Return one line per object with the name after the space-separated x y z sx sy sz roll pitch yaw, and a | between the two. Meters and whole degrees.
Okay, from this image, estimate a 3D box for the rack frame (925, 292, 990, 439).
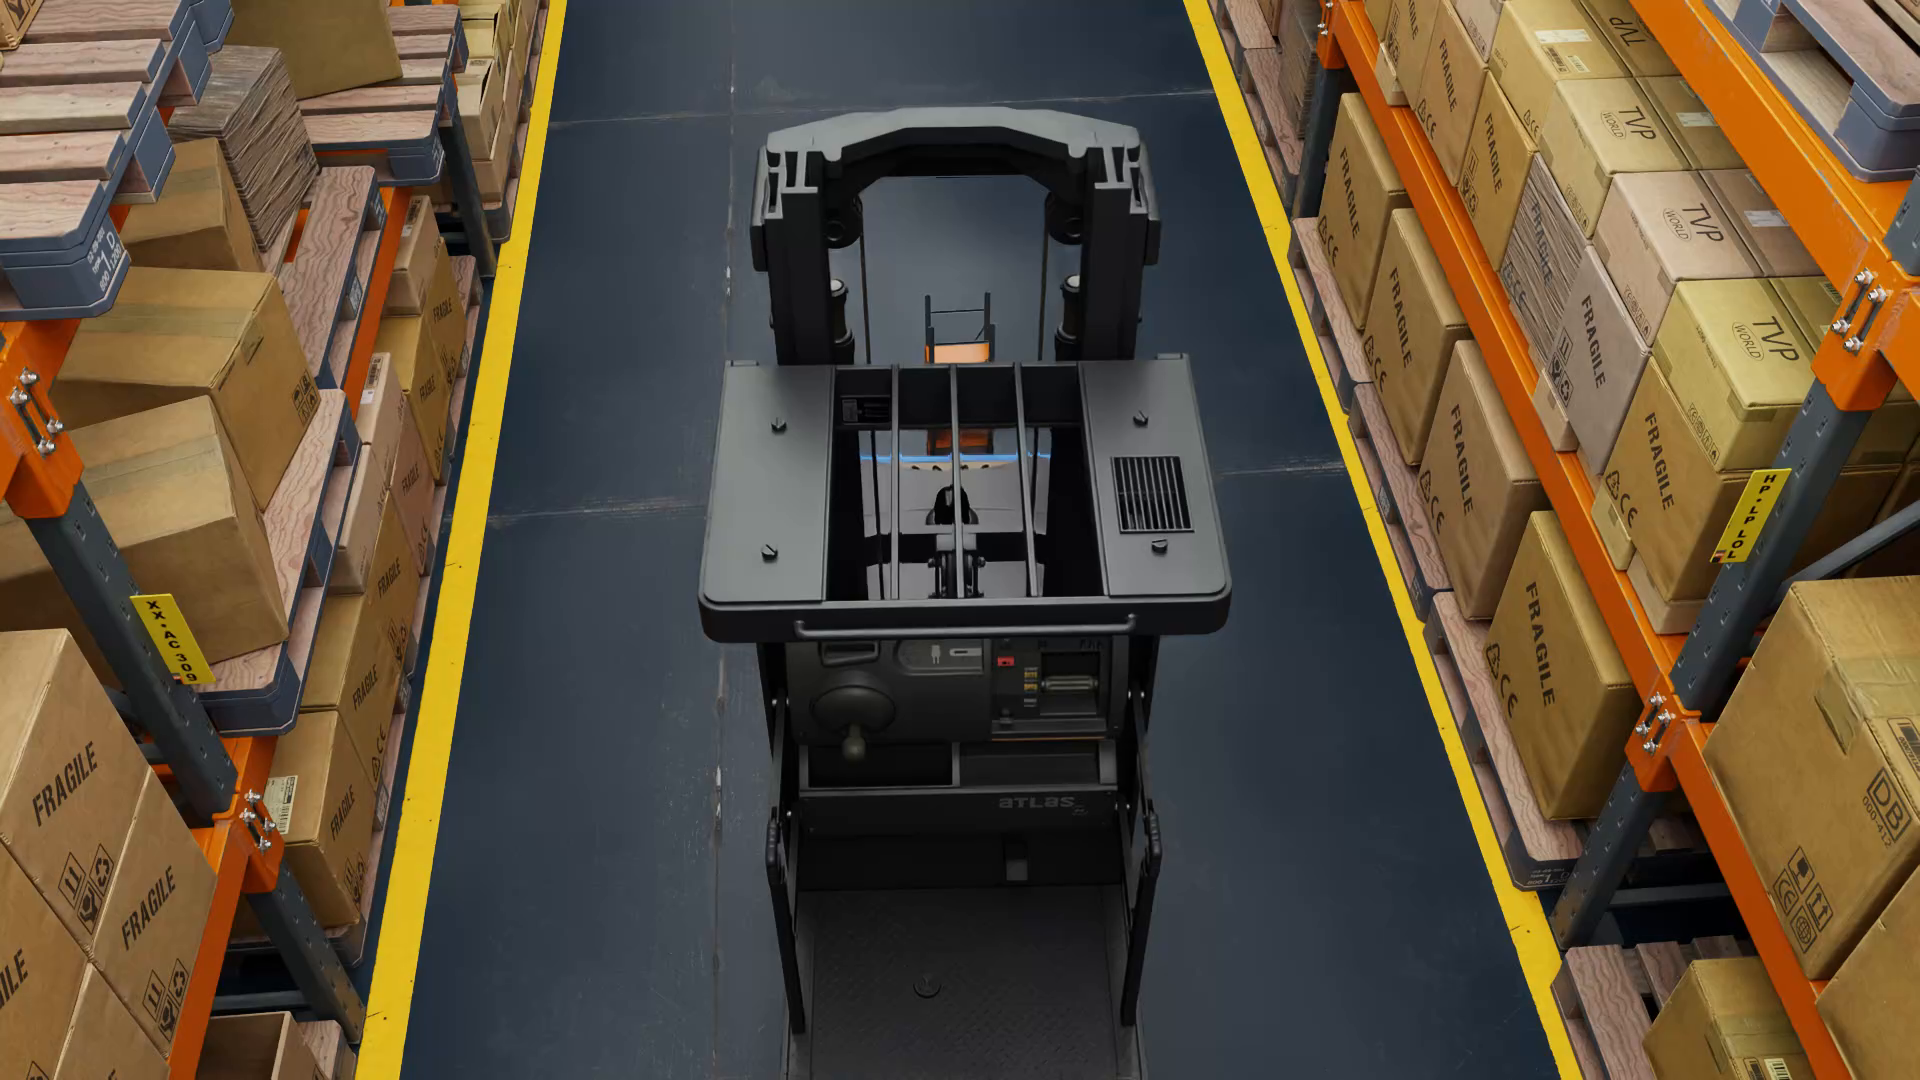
-0.009 -0.489 6.523 0.240 1.200 0.006 -3 47 -3 | rack frame

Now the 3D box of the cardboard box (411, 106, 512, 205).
-2.517 -1.911 8.235 0.500 0.250 0.500 -4 47 -3 | cardboard box

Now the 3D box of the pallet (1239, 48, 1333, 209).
2.106 -2.226 8.849 1.003 0.211 1.213 -3 47 -3 | pallet

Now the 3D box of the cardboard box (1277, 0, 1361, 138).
2.058 -2.429 8.540 0.700 0.500 0.500 -3 47 -3 | cardboard box

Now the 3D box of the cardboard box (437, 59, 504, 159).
-2.517 -2.104 8.032 0.500 0.311 0.500 -2 47 -2 | cardboard box

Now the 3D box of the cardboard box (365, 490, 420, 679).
-2.319 0.174 6.074 0.500 0.500 0.500 -3 47 -3 | cardboard box

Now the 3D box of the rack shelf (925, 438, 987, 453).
-0.001 -0.310 6.580 0.258 0.103 0.180 -3 47 -3 | rack shelf

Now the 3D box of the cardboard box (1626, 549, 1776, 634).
2.194 0.127 4.860 0.380 0.149 0.250 -3 47 -3 | cardboard box

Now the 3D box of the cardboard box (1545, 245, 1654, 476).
2.162 -0.556 5.060 0.500 0.500 0.500 -3 47 -3 | cardboard box

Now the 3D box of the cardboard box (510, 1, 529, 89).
-2.610 -2.651 8.936 0.500 0.250 0.500 -5 47 -4 | cardboard box

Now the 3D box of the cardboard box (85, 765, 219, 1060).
-2.134 0.890 3.909 0.500 0.500 0.500 -3 47 -3 | cardboard box

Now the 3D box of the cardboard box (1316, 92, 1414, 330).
2.101 -1.485 7.418 0.750 0.750 0.750 -4 47 -4 | cardboard box

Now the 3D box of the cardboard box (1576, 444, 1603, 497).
2.173 -0.245 5.212 0.380 0.149 0.250 -2 47 -2 | cardboard box

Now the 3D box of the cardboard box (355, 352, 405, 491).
-2.355 -0.423 6.123 0.500 0.250 0.500 -4 47 -4 | cardboard box

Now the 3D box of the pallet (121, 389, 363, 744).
-2.389 0.059 4.896 1.003 0.211 1.213 -3 47 -3 | pallet

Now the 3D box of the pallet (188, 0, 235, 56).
-2.506 -1.615 4.413 1.213 0.211 1.003 -3 47 -3 | pallet

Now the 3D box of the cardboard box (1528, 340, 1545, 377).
2.138 -0.613 5.561 0.380 0.149 0.250 -3 47 -3 | cardboard box

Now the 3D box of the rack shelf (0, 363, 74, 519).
-2.264 1.241 2.075 1.077 0.370 4.000 -3 47 -3 | rack shelf

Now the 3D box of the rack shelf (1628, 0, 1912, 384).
2.337 -1.957 5.103 1.077 0.370 4.000 -3 47 -3 | rack shelf

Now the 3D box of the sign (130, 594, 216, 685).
-1.891 0.242 3.995 0.100 0.325 0.005 -3 47 -3 | sign

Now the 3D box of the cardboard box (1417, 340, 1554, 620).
2.243 -0.236 6.235 0.750 0.750 0.750 -2 47 -2 | cardboard box

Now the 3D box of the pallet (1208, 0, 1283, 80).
2.007 -3.107 9.684 1.003 0.211 1.213 -3 47 -3 | pallet

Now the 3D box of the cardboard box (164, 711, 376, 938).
-2.229 0.922 5.366 0.500 0.500 0.500 -5 47 -5 | cardboard box

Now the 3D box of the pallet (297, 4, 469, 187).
-2.640 -1.764 6.623 1.213 0.211 1.003 -3 47 -3 | pallet

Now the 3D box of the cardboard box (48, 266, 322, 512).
-2.369 -0.451 4.889 0.700 0.500 0.500 3 47 3 | cardboard box

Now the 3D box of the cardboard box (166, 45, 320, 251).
-2.715 -1.372 5.762 0.700 0.500 0.500 4 47 4 | cardboard box

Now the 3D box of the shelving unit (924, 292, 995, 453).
-0.001 -0.423 6.461 0.258 1.200 0.189 -3 47 -3 | shelving unit

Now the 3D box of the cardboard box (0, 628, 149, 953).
-2.131 0.550 3.542 0.500 0.500 0.500 -3 47 -3 | cardboard box

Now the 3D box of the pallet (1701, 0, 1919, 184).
2.379 -1.352 4.166 0.805 0.209 1.217 -5 47 -5 | pallet

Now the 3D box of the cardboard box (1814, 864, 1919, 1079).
2.589 1.093 3.579 0.980 0.700 0.700 -5 47 -4 | cardboard box

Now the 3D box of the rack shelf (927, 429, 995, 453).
-0.001 -0.392 6.493 0.258 0.103 0.180 -3 47 -3 | rack shelf

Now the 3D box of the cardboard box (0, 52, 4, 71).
-2.400 -1.035 3.308 0.600 0.600 0.600 -8 47 -7 | cardboard box

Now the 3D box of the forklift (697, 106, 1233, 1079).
0.002 0.501 4.394 1.130 2.935 3.031 -1 47 -1 | forklift

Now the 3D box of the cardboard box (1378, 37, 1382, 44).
1.979 -2.105 6.973 0.380 0.149 0.250 -3 47 -3 | cardboard box

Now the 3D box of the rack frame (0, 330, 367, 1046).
-2.431 0.578 4.273 1.000 3.000 0.127 -3 47 -3 | rack frame

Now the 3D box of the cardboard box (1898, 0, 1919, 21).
2.540 -1.586 3.885 0.700 0.500 0.500 -6 47 -5 | cardboard box

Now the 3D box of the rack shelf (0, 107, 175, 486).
-2.599 -1.653 4.815 1.077 0.370 4.000 -3 47 -3 | rack shelf

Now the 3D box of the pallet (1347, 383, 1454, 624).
2.260 -0.205 6.935 1.003 0.211 1.213 -3 47 -3 | pallet

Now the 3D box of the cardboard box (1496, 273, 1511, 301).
2.121 -0.988 5.916 0.380 0.149 0.250 -2 47 -2 | cardboard box

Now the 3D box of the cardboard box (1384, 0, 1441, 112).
1.990 -2.017 6.443 0.500 0.500 0.500 -2 47 -2 | cardboard box

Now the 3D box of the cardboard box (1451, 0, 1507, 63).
2.042 -1.927 5.841 0.500 0.250 0.500 -3 47 -3 | cardboard box

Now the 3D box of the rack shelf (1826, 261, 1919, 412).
2.672 0.937 2.362 1.077 0.370 4.000 -3 47 -3 | rack shelf

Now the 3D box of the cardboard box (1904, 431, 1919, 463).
2.726 -0.476 4.467 0.500 0.250 0.500 -2 47 -2 | cardboard box

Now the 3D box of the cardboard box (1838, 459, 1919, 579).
2.717 -0.217 4.739 0.500 0.500 0.500 -5 47 -5 | cardboard box

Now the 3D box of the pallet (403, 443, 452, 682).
-2.642 0.066 6.678 1.003 0.211 1.213 -3 47 -3 | pallet

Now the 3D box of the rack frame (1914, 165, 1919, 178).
2.505 -1.788 2.382 1.000 3.000 0.127 -3 47 -3 | rack frame

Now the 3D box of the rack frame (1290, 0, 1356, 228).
2.170 -2.620 7.301 1.000 3.000 0.127 -3 47 -3 | rack frame

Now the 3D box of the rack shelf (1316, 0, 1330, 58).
2.002 -3.819 8.933 1.077 0.370 4.000 -3 47 -3 | rack shelf

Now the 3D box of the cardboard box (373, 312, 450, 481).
-2.411 -0.571 6.780 0.500 0.500 0.500 -5 47 -5 | cardboard box

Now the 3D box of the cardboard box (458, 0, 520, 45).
-2.610 -2.853 8.741 0.500 0.311 0.500 -5 47 -4 | cardboard box

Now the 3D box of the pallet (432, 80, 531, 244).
-2.796 -1.955 8.593 1.003 0.211 1.213 -3 47 -3 | pallet

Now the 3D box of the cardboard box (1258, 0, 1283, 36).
2.060 -3.167 9.238 0.700 0.500 0.500 -4 47 -4 | cardboard box

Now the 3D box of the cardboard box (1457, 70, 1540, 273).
2.082 -1.281 5.747 0.500 0.500 0.500 -2 47 -2 | cardboard box

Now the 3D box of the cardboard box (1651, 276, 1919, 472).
2.211 -0.449 4.442 0.500 0.250 0.500 -2 47 -2 | cardboard box

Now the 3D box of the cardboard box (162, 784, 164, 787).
-2.758 0.947 5.342 0.500 0.500 0.500 -4 47 -4 | cardboard box
